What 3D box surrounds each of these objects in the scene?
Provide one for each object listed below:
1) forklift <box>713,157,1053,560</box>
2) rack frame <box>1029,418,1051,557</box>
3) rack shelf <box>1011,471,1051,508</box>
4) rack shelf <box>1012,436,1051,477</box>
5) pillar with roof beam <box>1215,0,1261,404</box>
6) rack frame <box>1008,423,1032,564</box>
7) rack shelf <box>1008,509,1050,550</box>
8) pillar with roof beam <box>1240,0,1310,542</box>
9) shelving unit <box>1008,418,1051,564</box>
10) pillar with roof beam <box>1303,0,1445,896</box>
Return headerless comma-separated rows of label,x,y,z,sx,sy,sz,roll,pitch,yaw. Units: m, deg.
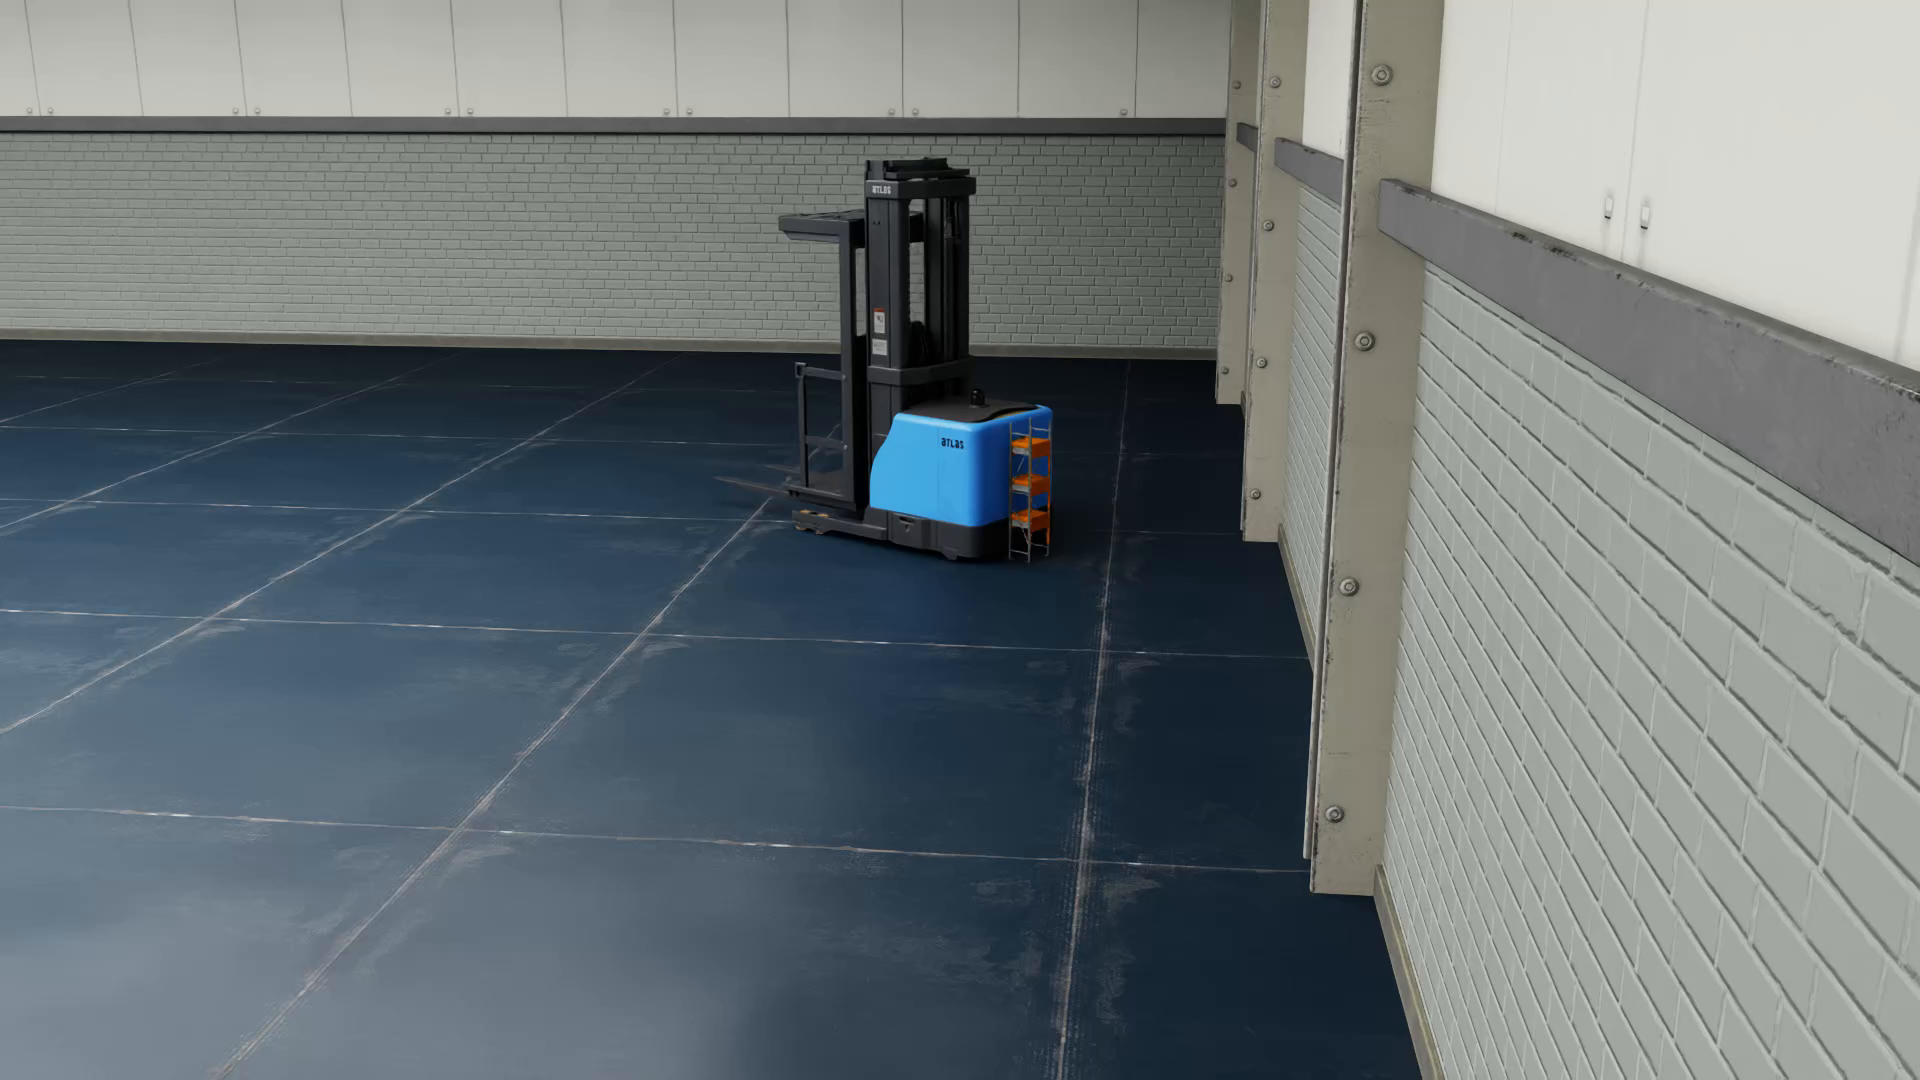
forklift,-0.733,-1.554,13.294,3.031,2.935,1.130,12,19,37
rack frame,0.601,-0.397,12.616,0.200,1.050,0.008,12,19,37
rack shelf,0.525,-0.361,12.527,0.215,0.259,0.240,12,19,37
rack shelf,0.525,-0.635,12.453,0.215,0.259,0.240,12,19,37
pillar with roof beam,-1.191,-6.066,18.356,9.100,9.000,0.400,2,15,6
rack frame,0.448,-0.347,12.433,0.200,1.050,0.008,12,19,37
rack shelf,0.524,-0.093,12.600,0.215,0.259,0.240,12,19,37
pillar with roof beam,-1.868,-4.510,12.601,9.100,9.000,0.400,2,15,6
shelving unit,0.525,-0.372,12.525,0.215,1.050,0.252,12,19,37
pillar with roof beam,-2.545,-2.954,6.846,9.100,9.000,0.400,2,15,6
